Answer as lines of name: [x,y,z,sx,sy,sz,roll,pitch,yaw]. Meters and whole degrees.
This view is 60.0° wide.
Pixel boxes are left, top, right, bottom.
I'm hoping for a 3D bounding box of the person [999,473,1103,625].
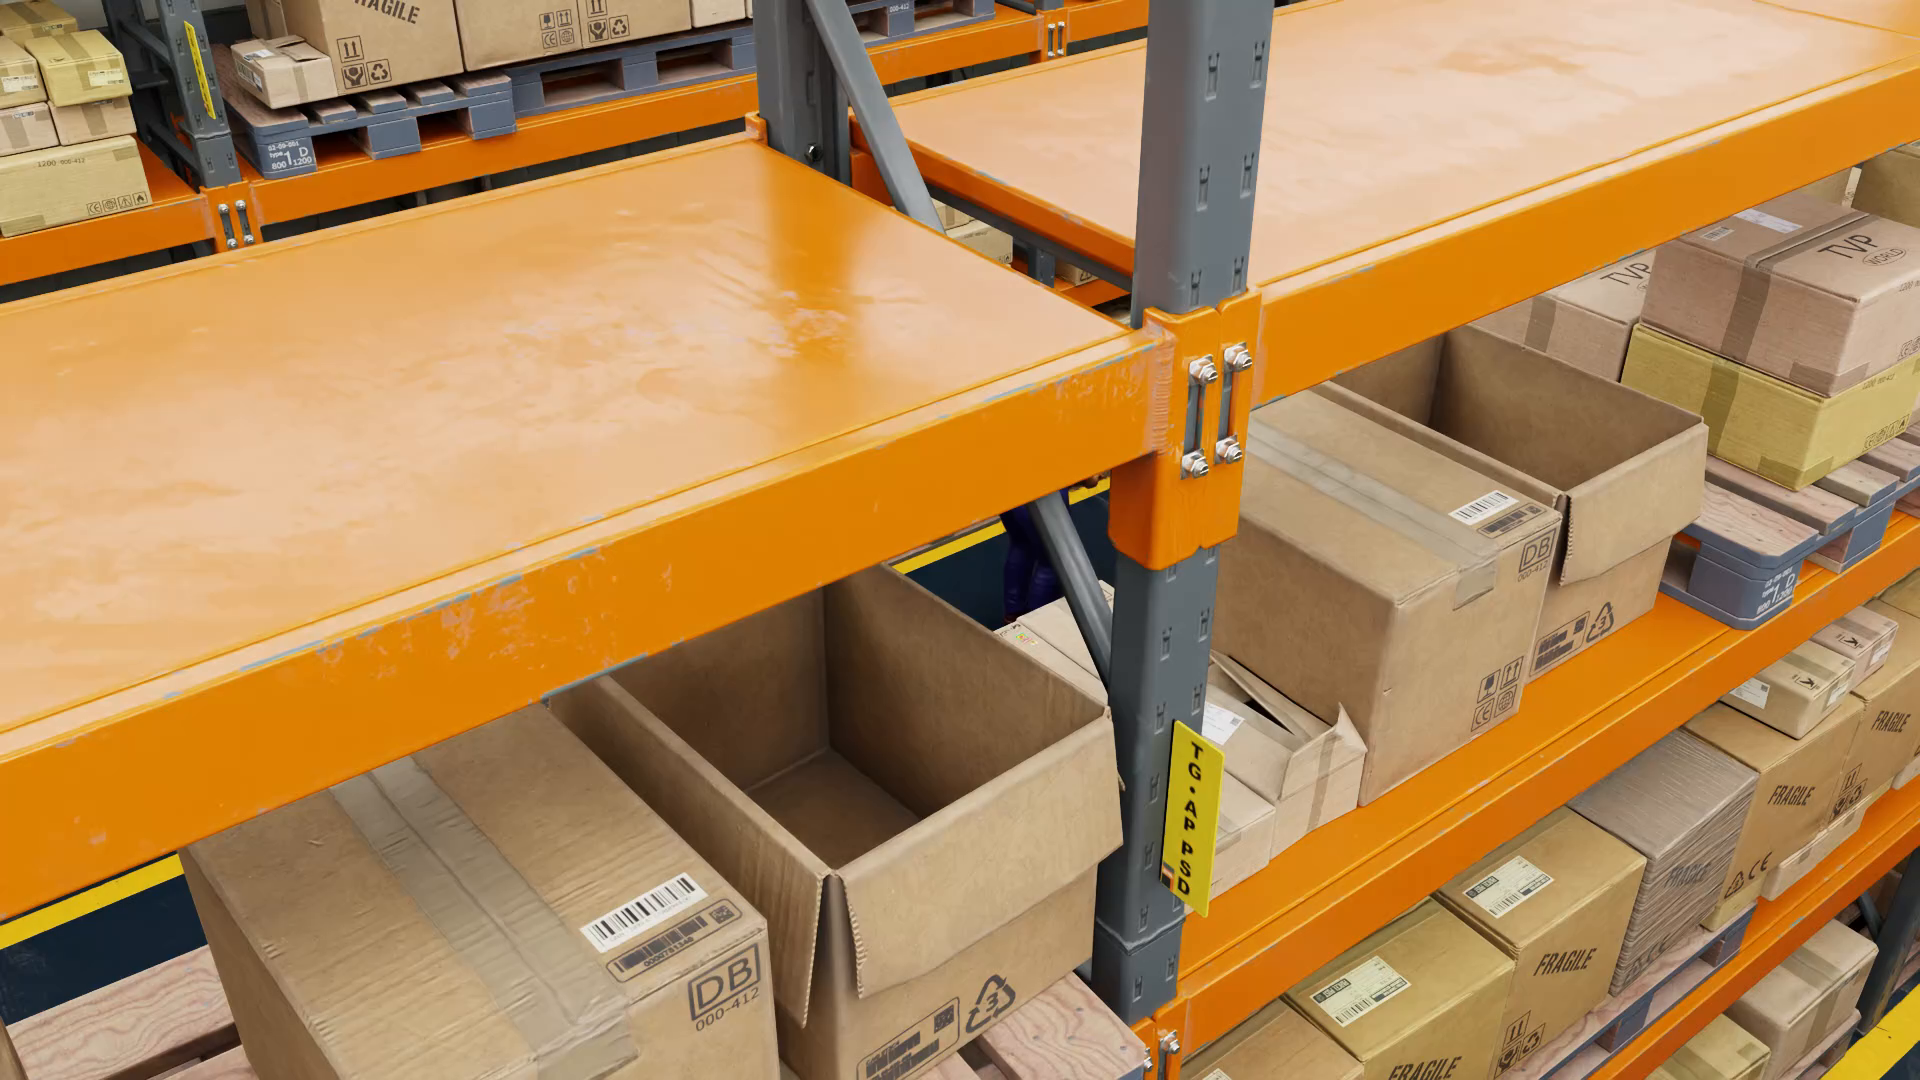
person: [0.416,-0.242,8.208,0.519,1.633,0.441,-23,39,-31]
